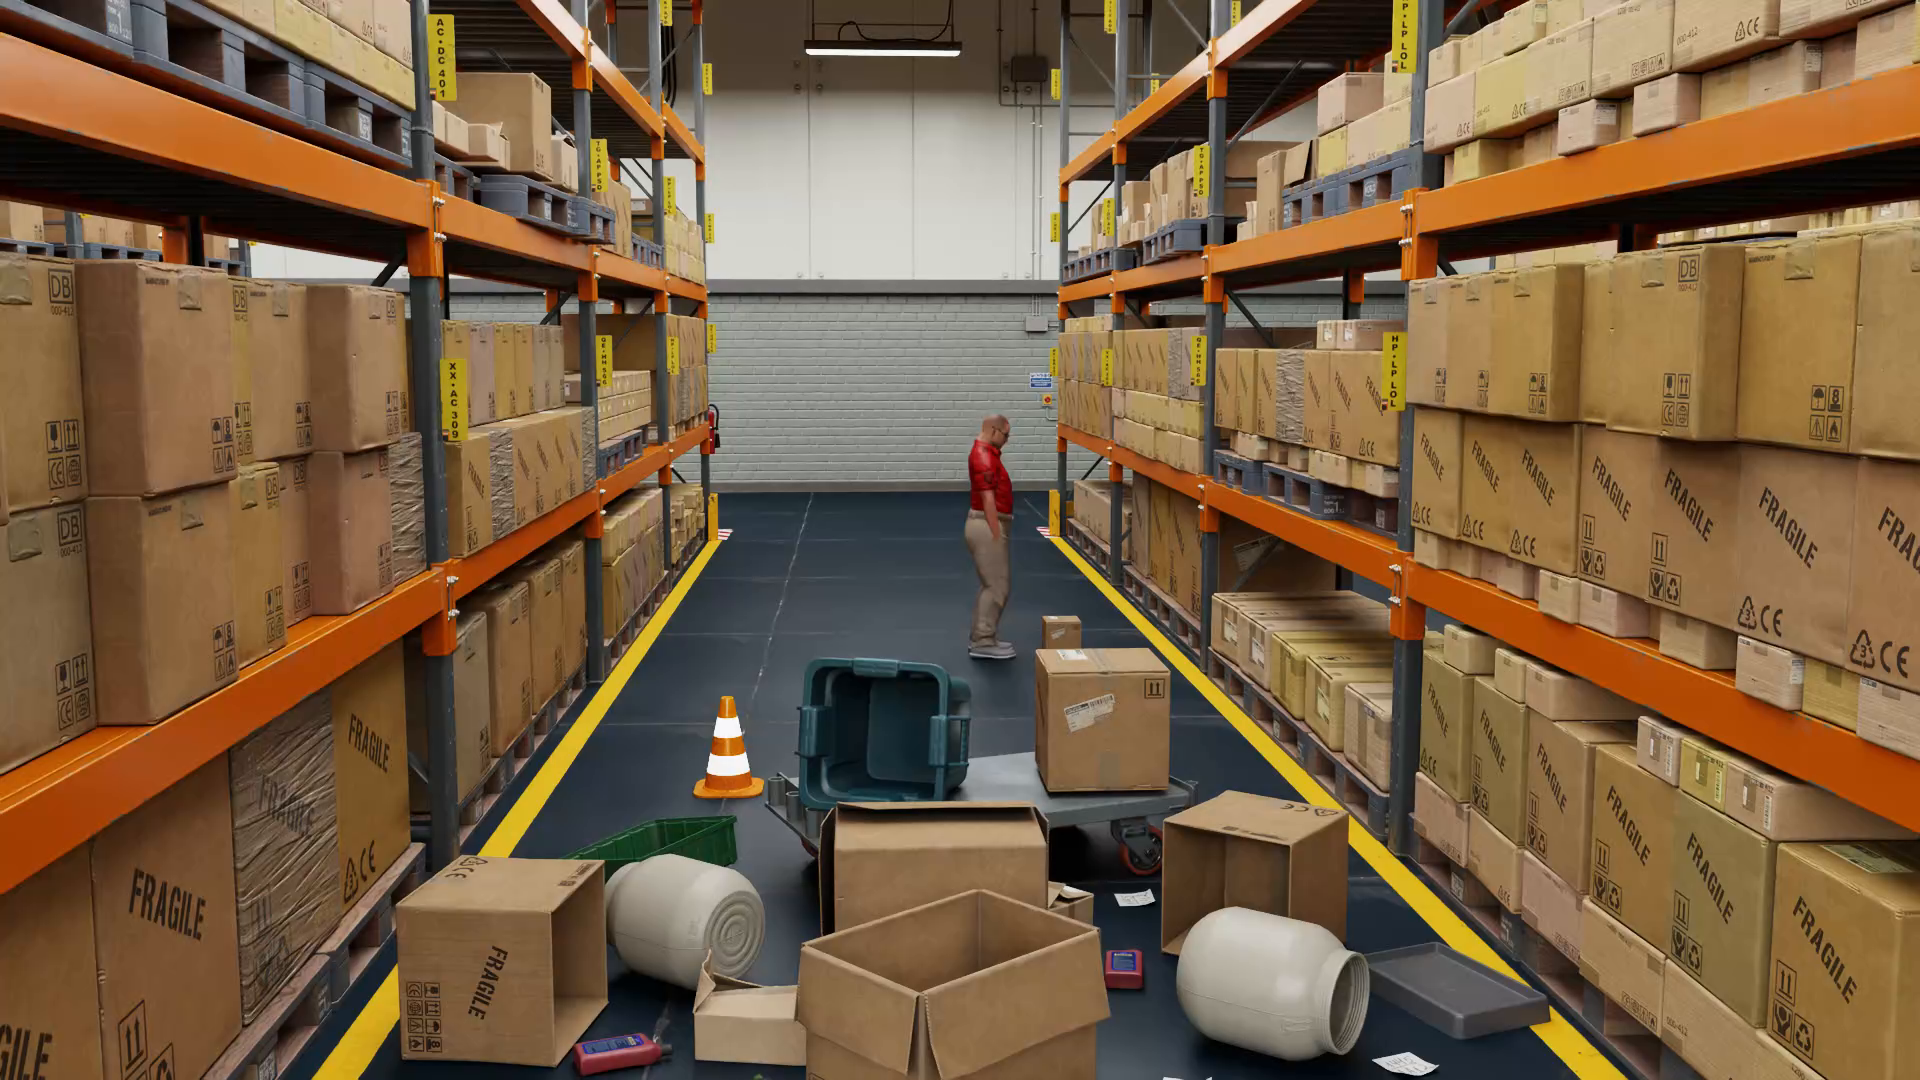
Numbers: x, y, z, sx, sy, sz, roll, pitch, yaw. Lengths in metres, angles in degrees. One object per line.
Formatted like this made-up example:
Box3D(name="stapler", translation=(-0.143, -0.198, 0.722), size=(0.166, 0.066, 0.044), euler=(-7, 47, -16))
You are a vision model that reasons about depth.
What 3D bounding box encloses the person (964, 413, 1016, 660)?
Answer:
Box3D(name="person", translation=(0.208, -0.035, 11.716), size=(0.361, 1.712, 0.538), euler=(0, 7, -3))
